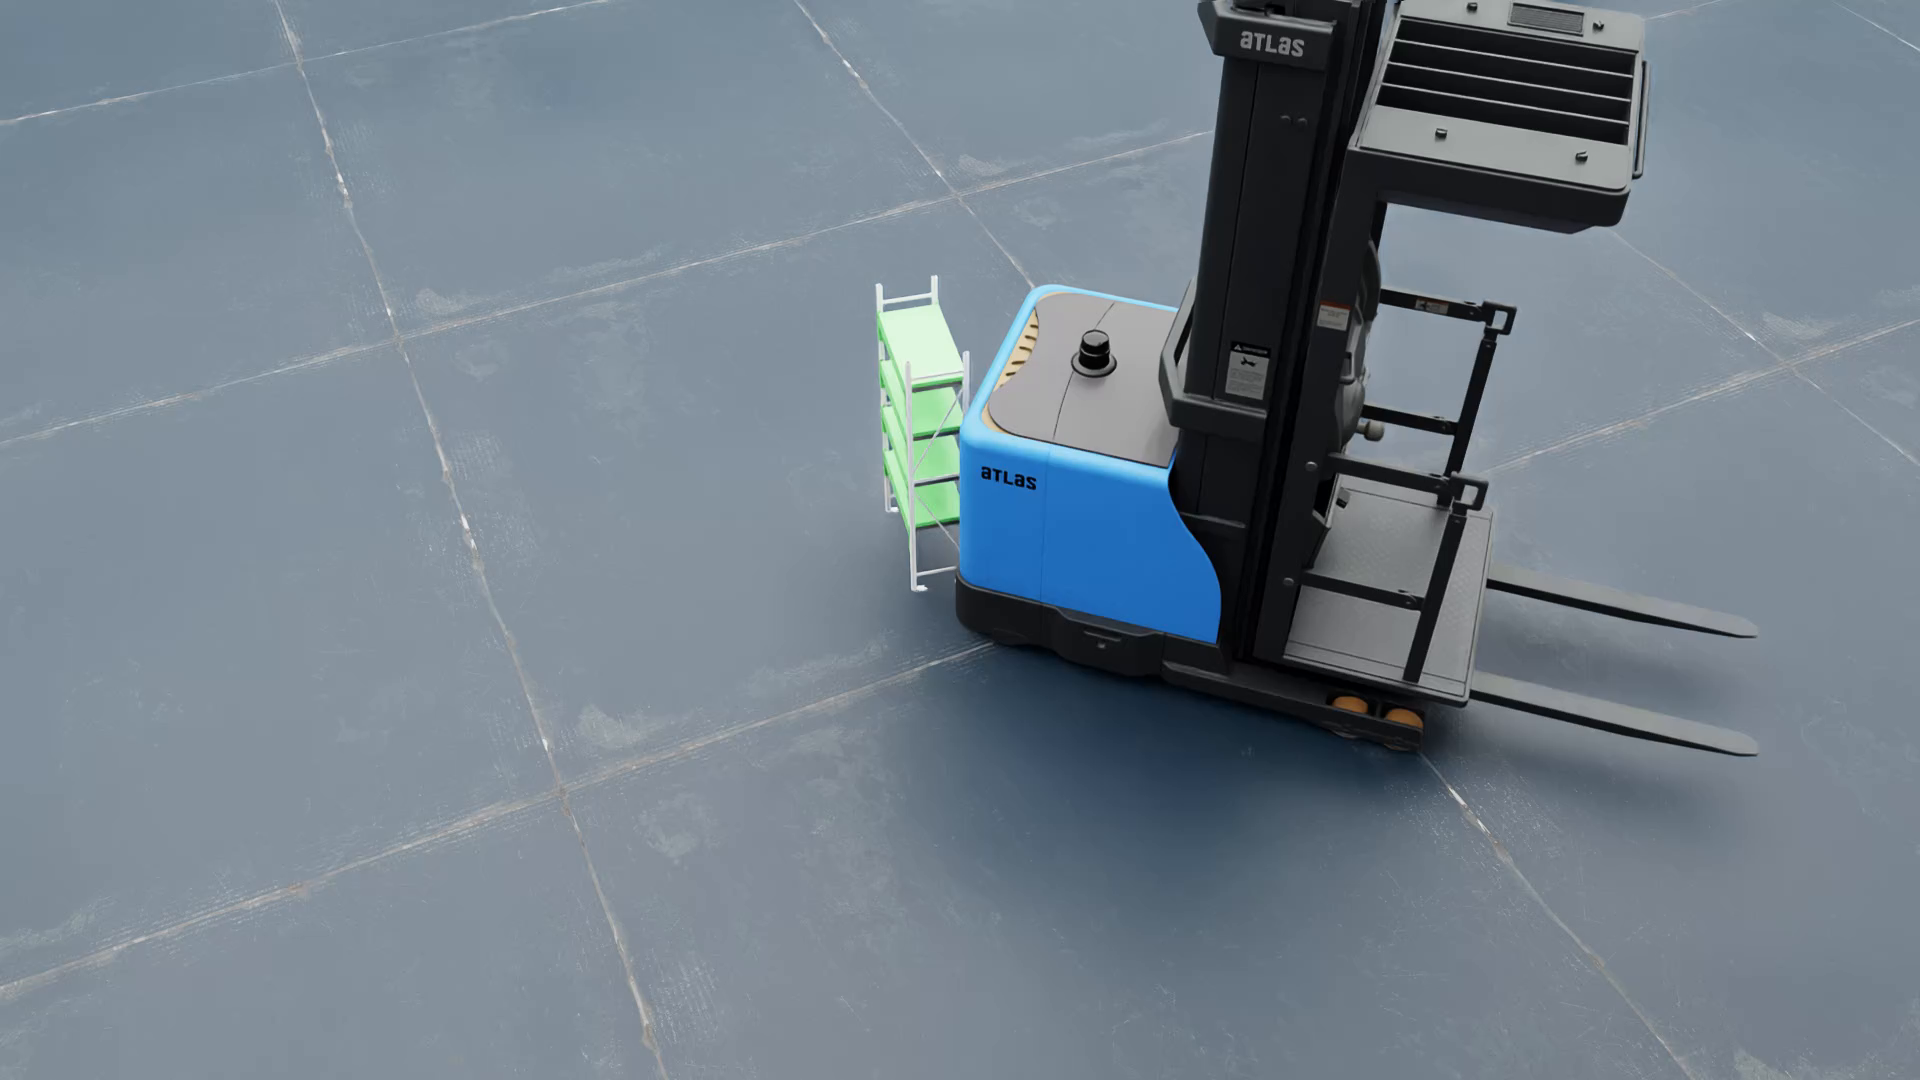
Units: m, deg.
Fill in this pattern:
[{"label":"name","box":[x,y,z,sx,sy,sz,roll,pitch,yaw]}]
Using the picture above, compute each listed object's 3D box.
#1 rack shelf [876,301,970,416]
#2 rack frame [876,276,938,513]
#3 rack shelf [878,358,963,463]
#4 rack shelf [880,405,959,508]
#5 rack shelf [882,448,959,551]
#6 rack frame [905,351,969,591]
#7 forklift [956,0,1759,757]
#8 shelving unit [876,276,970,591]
[{"label":"rack shelf","box":[-0.145,-0.703,6.384,0.258,0.148,0.480,-10,46,-10]},{"label":"rack frame","box":[-0.206,-0.573,6.845,0.240,1.200,0.015,-10,46,-10]},{"label":"rack shelf","box":[-0.145,-0.532,6.553,0.258,0.148,0.480,-10,46,-10]},{"label":"rack shelf","box":[-0.145,-0.361,6.722,0.258,0.148,0.480,-10,46,-10]},{"label":"rack shelf","box":[-0.145,-0.190,6.890,0.258,0.148,0.480,-10,46,-10]},{"label":"rack frame","box":[-0.084,-0.241,6.508,0.240,1.200,0.015,-10,46,-10]},{"label":"forklift","box":[1.558,-0.667,5.708,3.031,2.935,1.130,13,46,13]},{"label":"shelving unit","box":[-0.145,-0.407,6.677,0.258,1.200,0.503,-10,46,-10]}]
